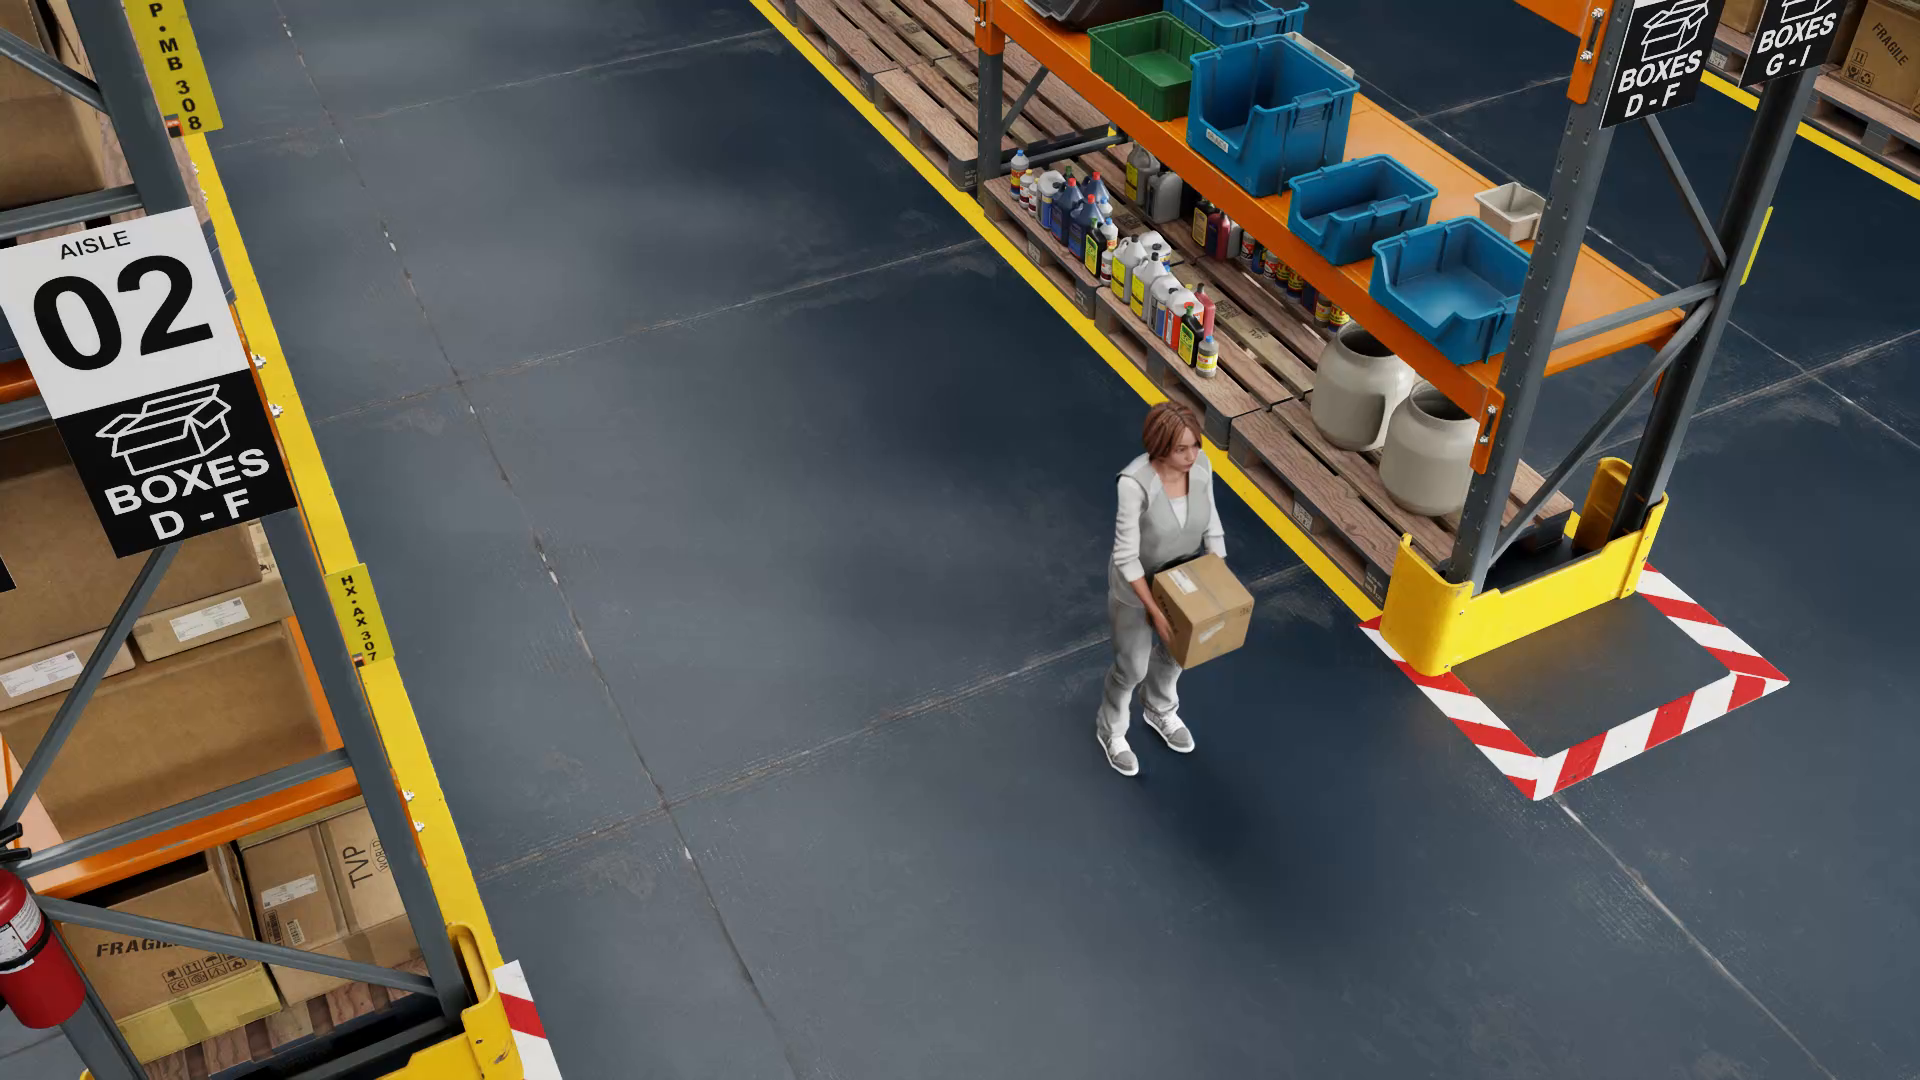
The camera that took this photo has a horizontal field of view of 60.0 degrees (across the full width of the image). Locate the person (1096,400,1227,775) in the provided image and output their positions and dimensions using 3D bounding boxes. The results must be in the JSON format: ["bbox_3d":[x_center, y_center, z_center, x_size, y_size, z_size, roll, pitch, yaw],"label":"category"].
[{"bbox_3d":[0.740,0.211,5.936,0.440,1.587,0.461,-19,45,-20],"label":"person"}]
